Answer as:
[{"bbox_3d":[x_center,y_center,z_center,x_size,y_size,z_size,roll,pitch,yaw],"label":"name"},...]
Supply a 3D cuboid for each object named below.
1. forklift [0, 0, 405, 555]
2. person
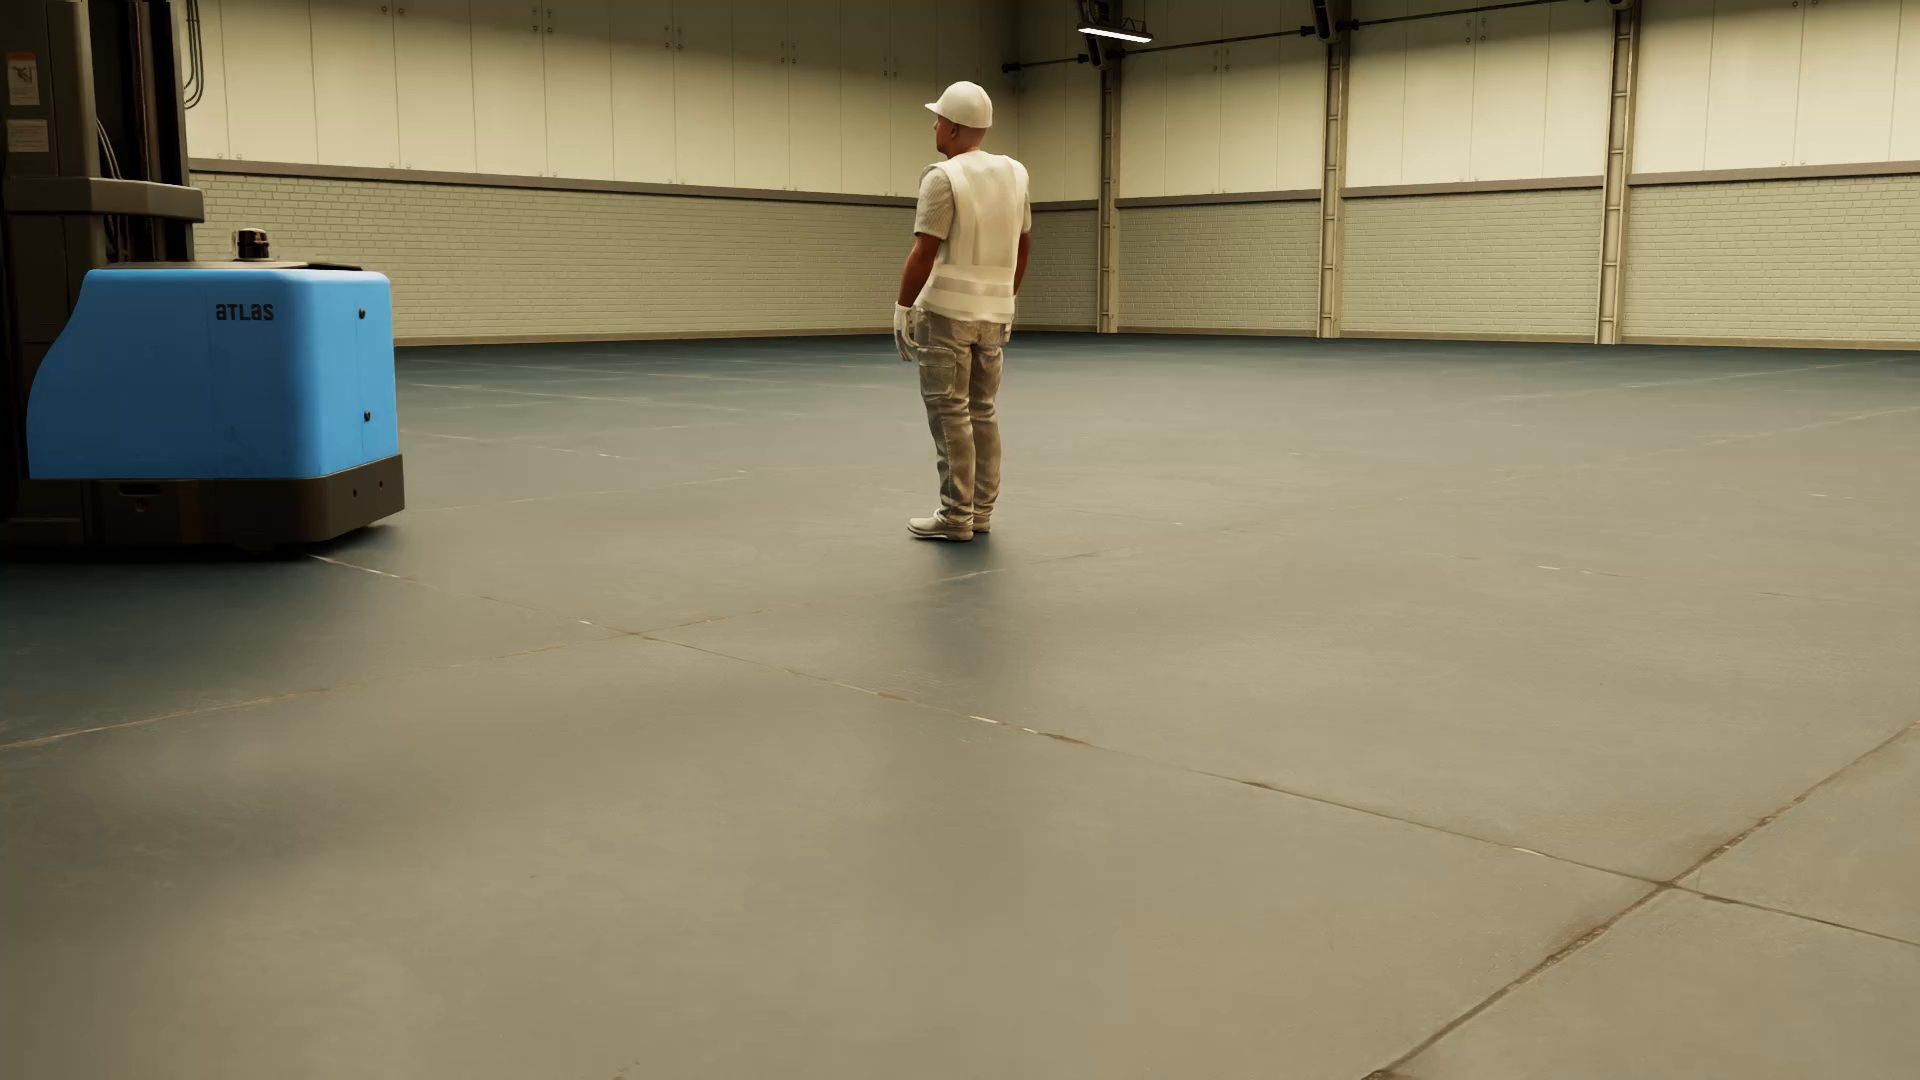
[{"bbox_3d":[-3.883,-1.443,6.458,3.031,2.935,1.130,0,9,0],"label":"forklift"},{"bbox_3d":[-0.047,-0.894,6.639,0.575,1.779,0.656,8,12,43],"label":"person"}]
